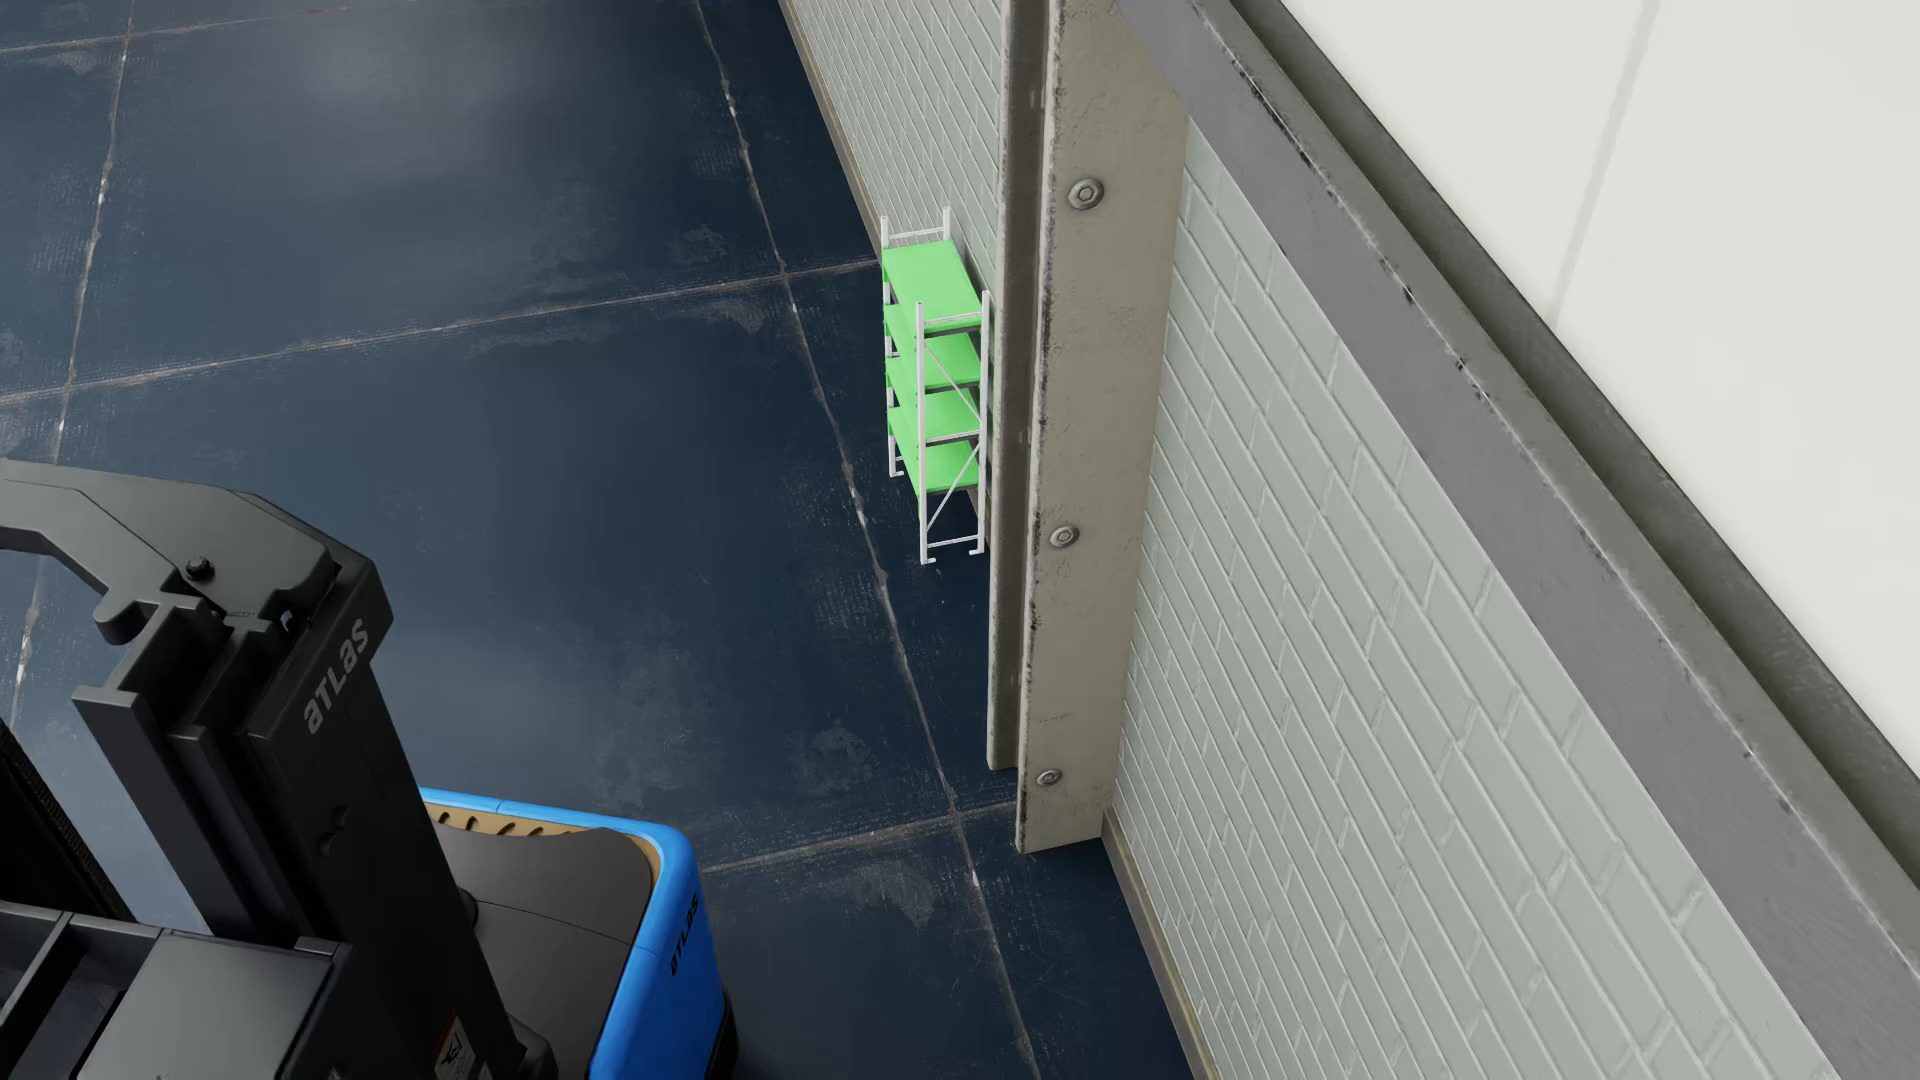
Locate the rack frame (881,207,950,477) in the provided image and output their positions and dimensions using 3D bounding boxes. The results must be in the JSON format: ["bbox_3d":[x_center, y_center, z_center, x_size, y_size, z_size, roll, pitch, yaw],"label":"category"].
[{"bbox_3d":[-0.154,-0.693,6.088,0.240,1.200,0.015,-11,47,-11],"label":"rack frame"}]

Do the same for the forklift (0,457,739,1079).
[{"bbox_3d":[-1.401,1.407,2.819,1.130,2.935,3.031,7,46,7],"label":"forklift"}]

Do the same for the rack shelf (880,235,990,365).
[{"bbox_3d":[-0.087,-0.817,5.627,0.258,0.148,0.480,-11,47,-11],"label":"rack shelf"}]

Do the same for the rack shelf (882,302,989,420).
[{"bbox_3d":[-0.089,-0.648,5.798,0.258,0.148,0.480,-11,47,-11],"label":"rack shelf"}]

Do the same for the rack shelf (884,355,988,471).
[{"bbox_3d":[-0.090,-0.480,5.969,0.258,0.148,0.480,-11,47,-11],"label":"rack shelf"}]

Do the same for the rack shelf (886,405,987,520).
[{"bbox_3d":[-0.091,-0.312,6.140,0.258,0.148,0.480,-11,47,-11],"label":"rack shelf"}]

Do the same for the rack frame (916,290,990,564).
[{"bbox_3d":[-0.025,-0.357,5.759,0.240,1.200,0.015,-11,47,-11],"label":"rack frame"}]

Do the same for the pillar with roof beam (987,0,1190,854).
[{"bbox_3d":[-3.875,-1.530,1.449,9.100,9.000,0.400,-11,47,-10],"label":"pillar with roof beam"}]

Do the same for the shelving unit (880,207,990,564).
[{"bbox_3d":[-0.089,-0.525,5.924,0.258,1.200,0.503,-11,47,-11],"label":"shelving unit"}]
